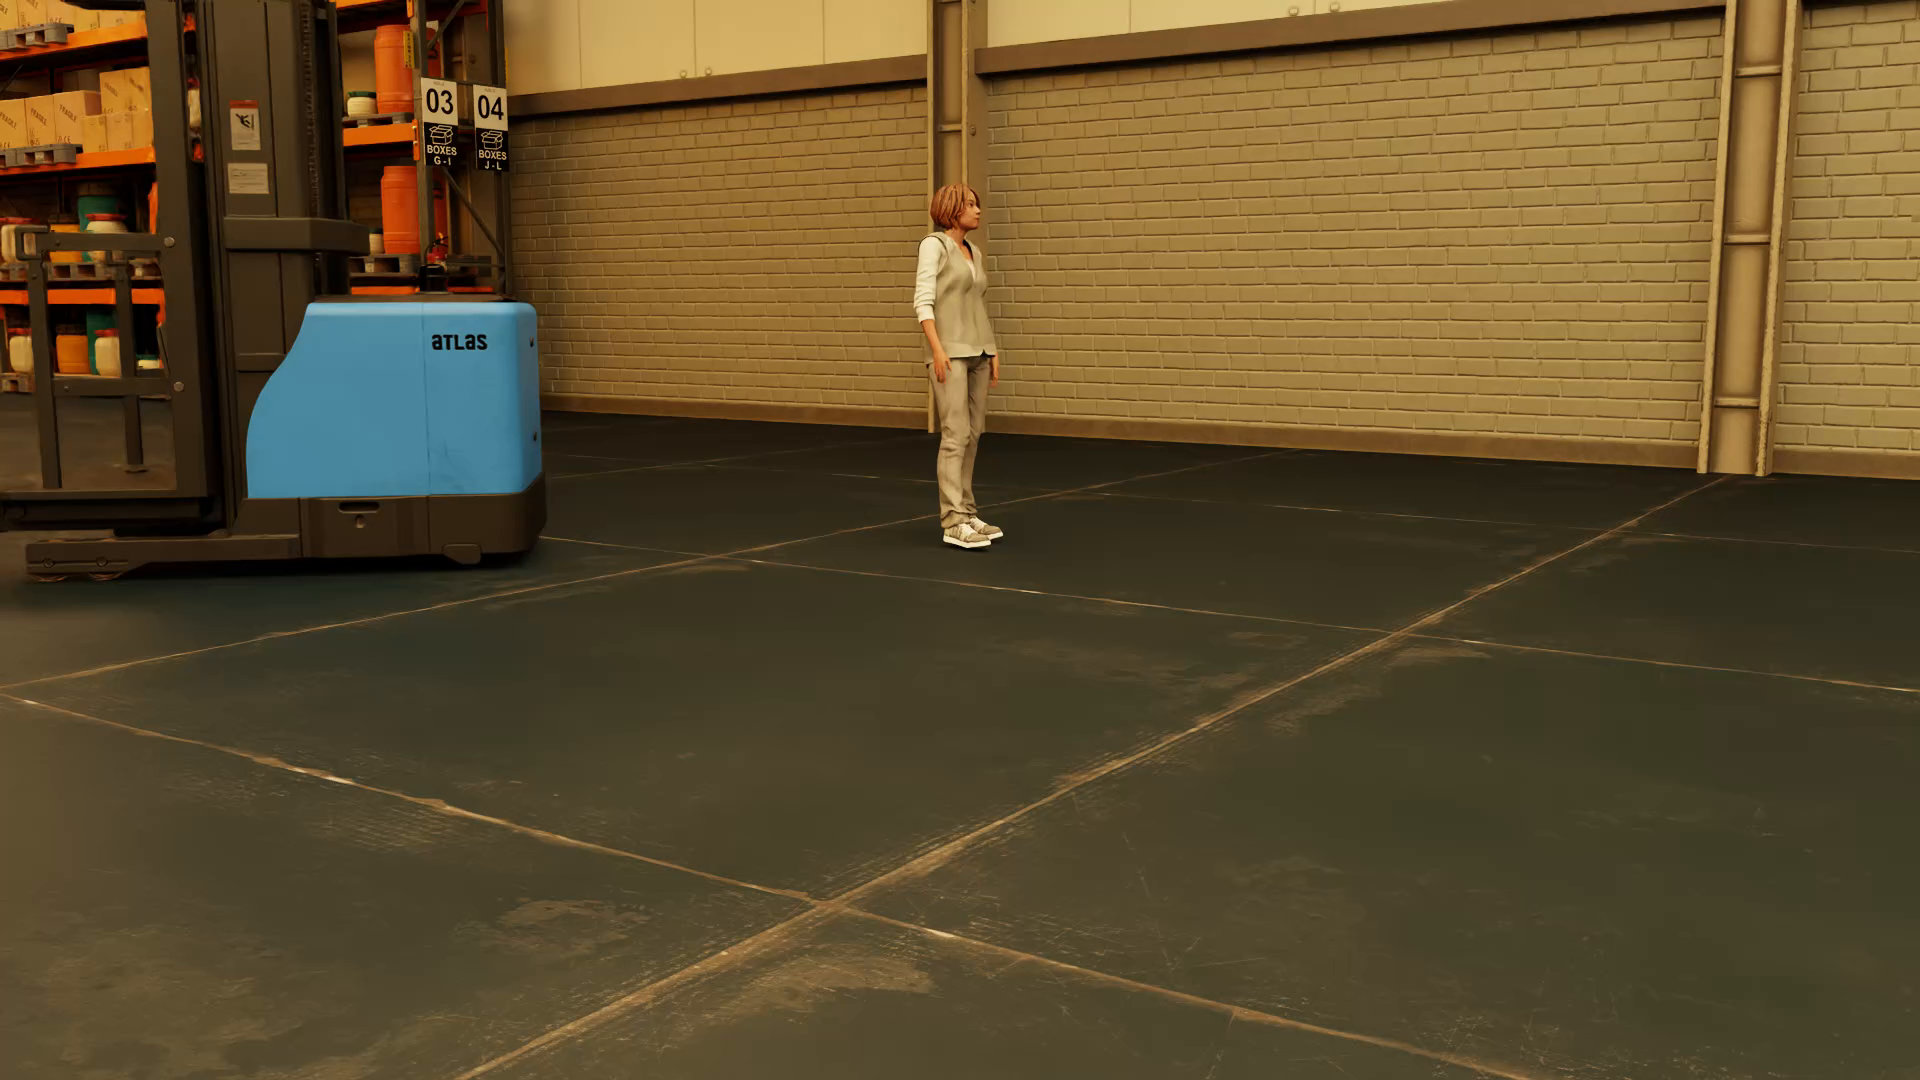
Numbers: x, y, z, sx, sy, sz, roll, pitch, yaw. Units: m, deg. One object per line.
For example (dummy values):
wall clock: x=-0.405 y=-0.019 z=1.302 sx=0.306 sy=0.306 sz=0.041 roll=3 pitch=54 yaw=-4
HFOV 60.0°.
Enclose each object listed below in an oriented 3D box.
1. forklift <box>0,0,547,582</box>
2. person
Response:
forklift: x=-3.331 y=-1.368 z=6.810 sx=3.031 sy=2.935 sz=1.130 roll=-1 pitch=8 yaw=-9
person: x=0.053 y=-0.790 z=7.438 sx=0.475 sy=1.596 sz=0.521 roll=5 pitch=10 yaw=34
